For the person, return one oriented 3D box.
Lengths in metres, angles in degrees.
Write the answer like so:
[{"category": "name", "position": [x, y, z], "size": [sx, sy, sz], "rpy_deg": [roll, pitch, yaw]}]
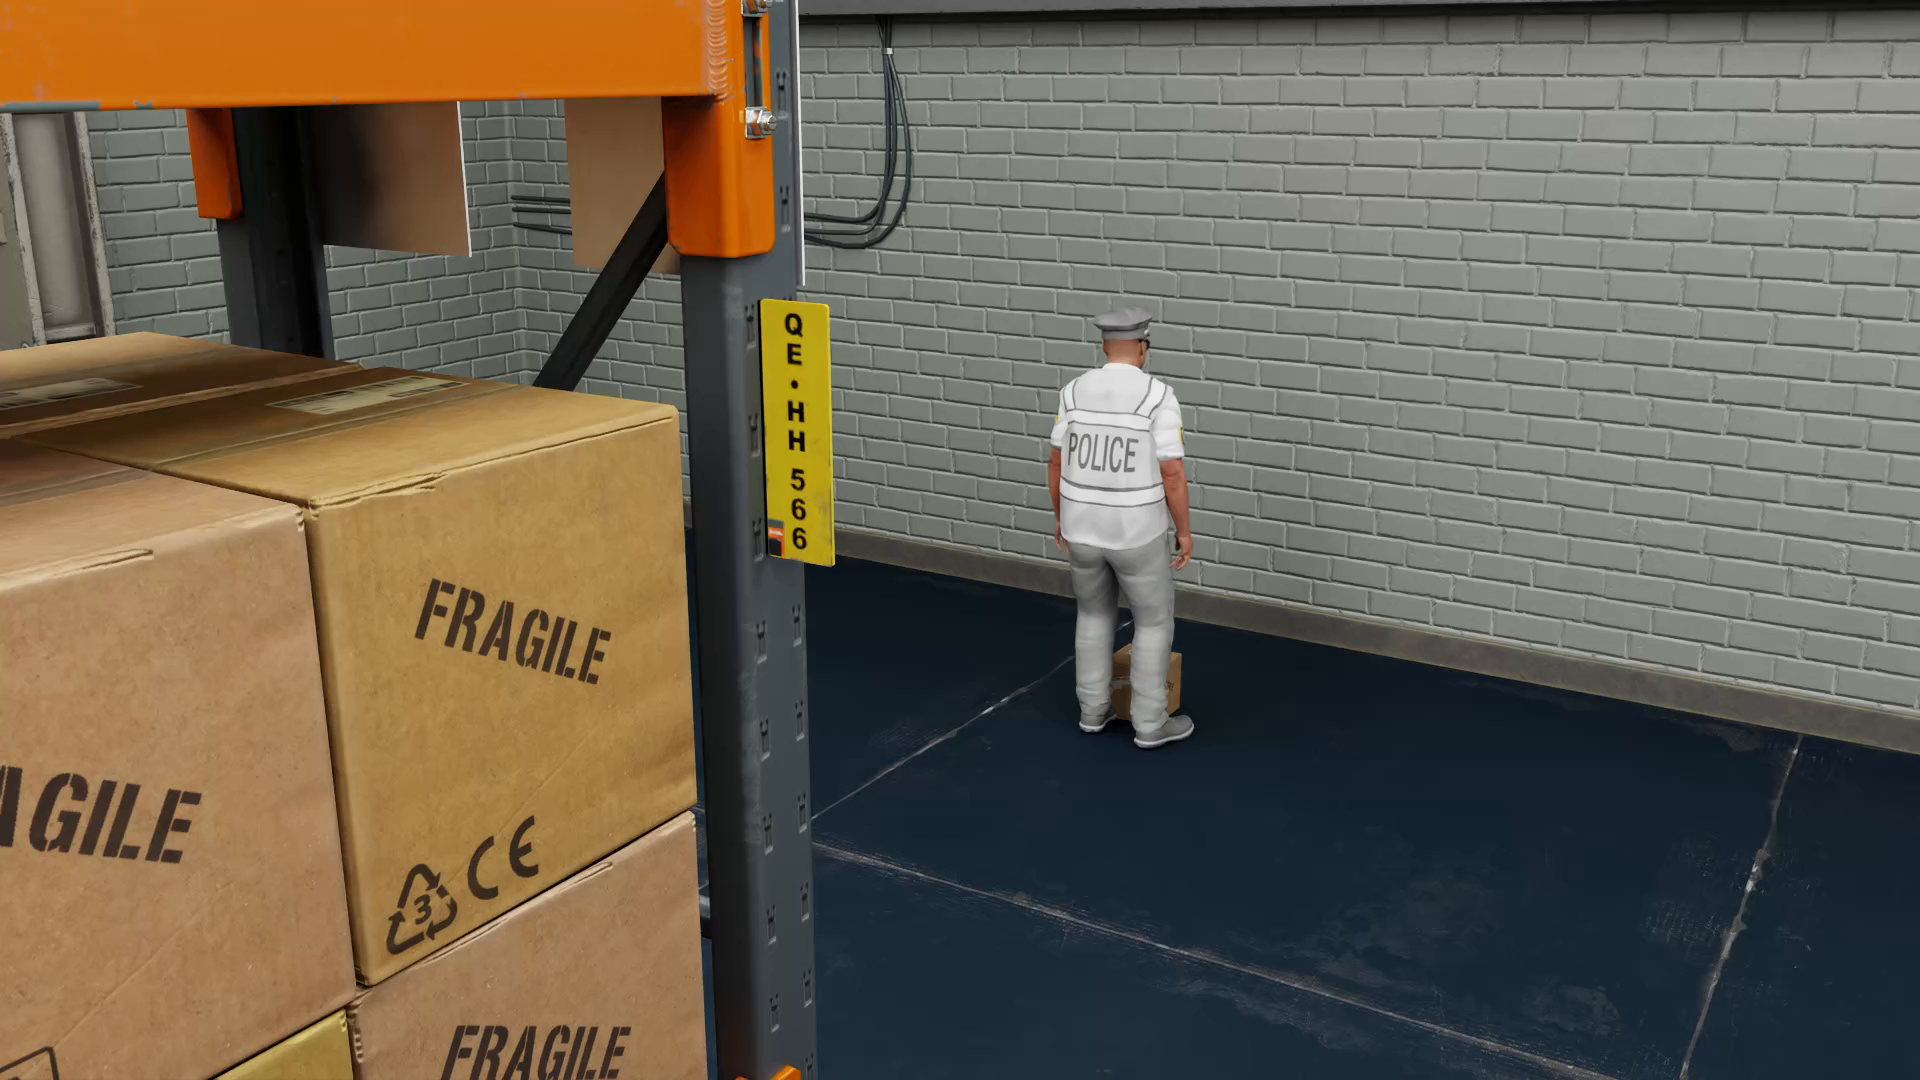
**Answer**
[{"category": "person", "position": [0.642, -0.046, 6.676], "size": [0.603, 1.750, 0.470], "rpy_deg": [9, 18, 28]}]
